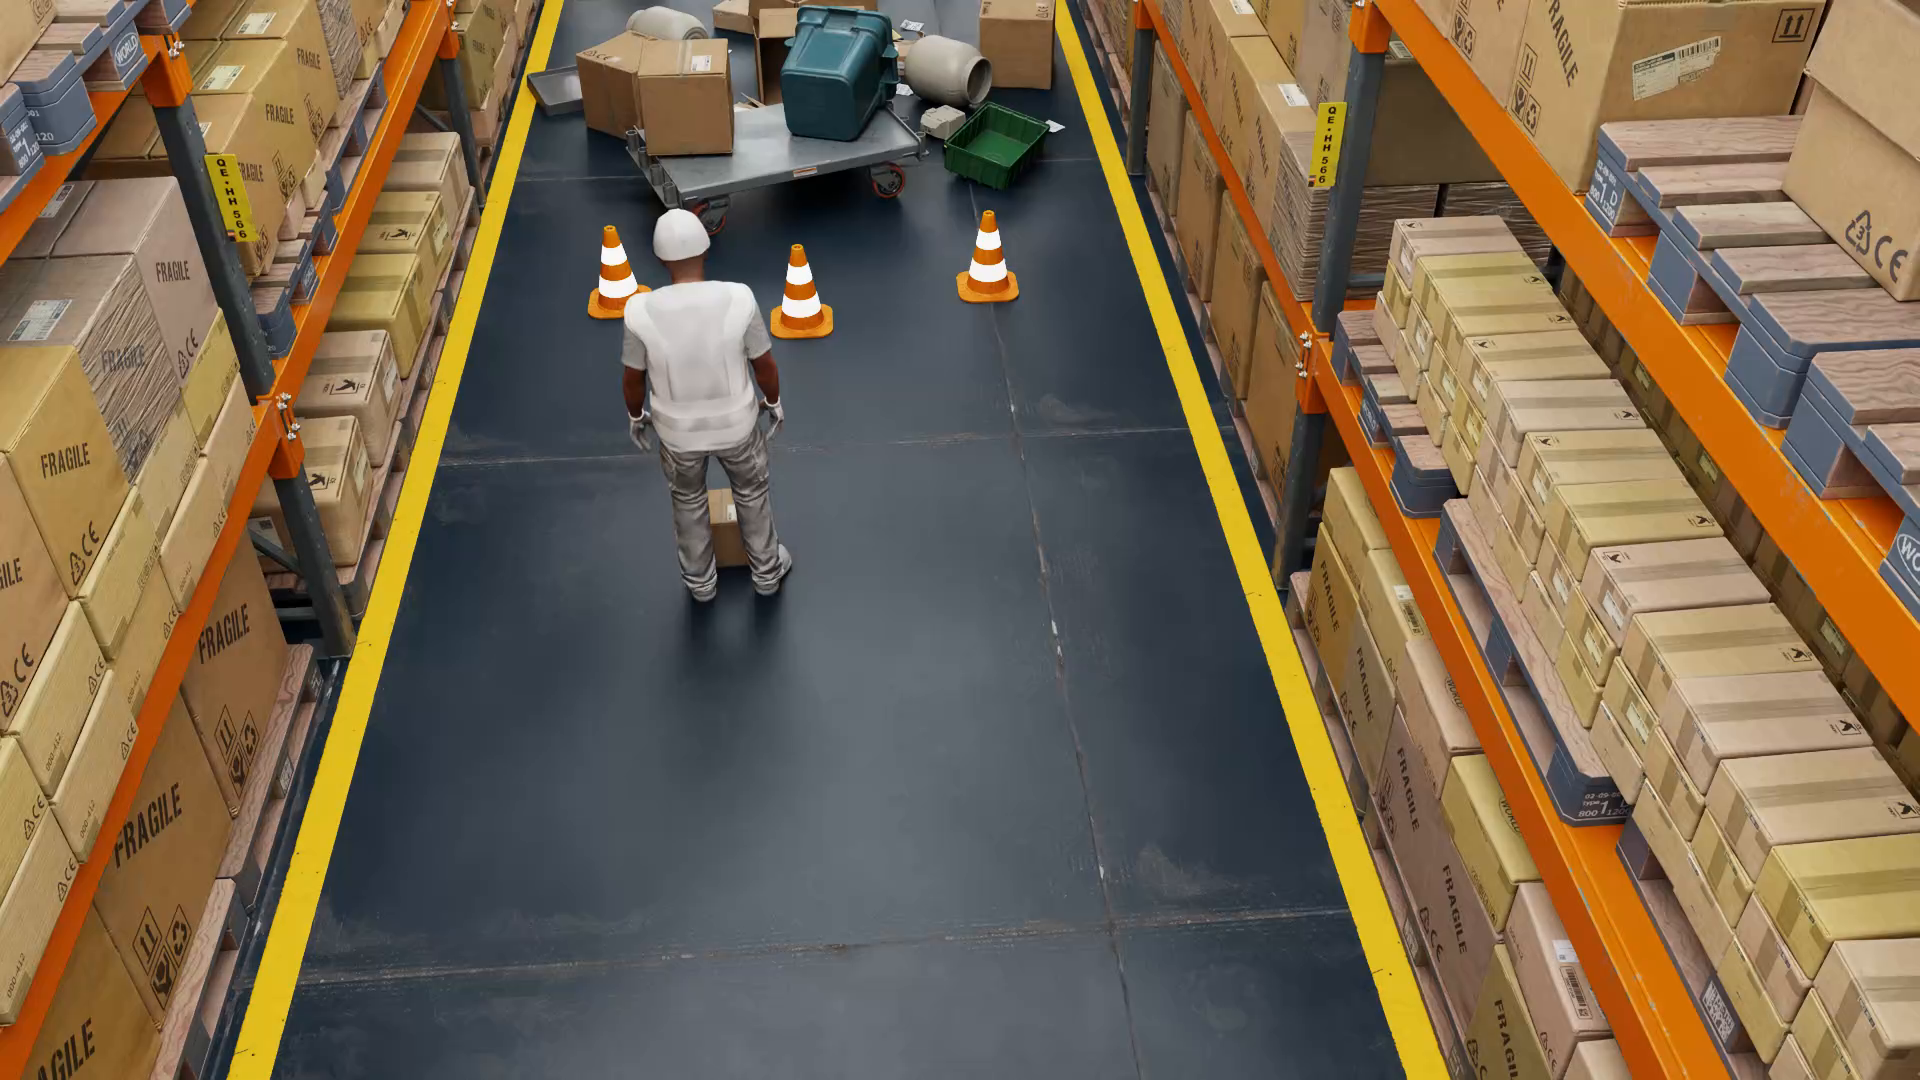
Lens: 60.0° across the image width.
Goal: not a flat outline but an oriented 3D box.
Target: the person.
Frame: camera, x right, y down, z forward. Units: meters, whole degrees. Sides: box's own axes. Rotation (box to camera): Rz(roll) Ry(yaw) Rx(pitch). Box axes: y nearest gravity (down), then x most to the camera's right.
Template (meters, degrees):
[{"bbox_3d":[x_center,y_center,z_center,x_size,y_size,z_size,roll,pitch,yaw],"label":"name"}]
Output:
[{"bbox_3d":[-1.035,-0.505,6.772,0.631,1.776,0.443,-5,39,-6],"label":"person"}]
